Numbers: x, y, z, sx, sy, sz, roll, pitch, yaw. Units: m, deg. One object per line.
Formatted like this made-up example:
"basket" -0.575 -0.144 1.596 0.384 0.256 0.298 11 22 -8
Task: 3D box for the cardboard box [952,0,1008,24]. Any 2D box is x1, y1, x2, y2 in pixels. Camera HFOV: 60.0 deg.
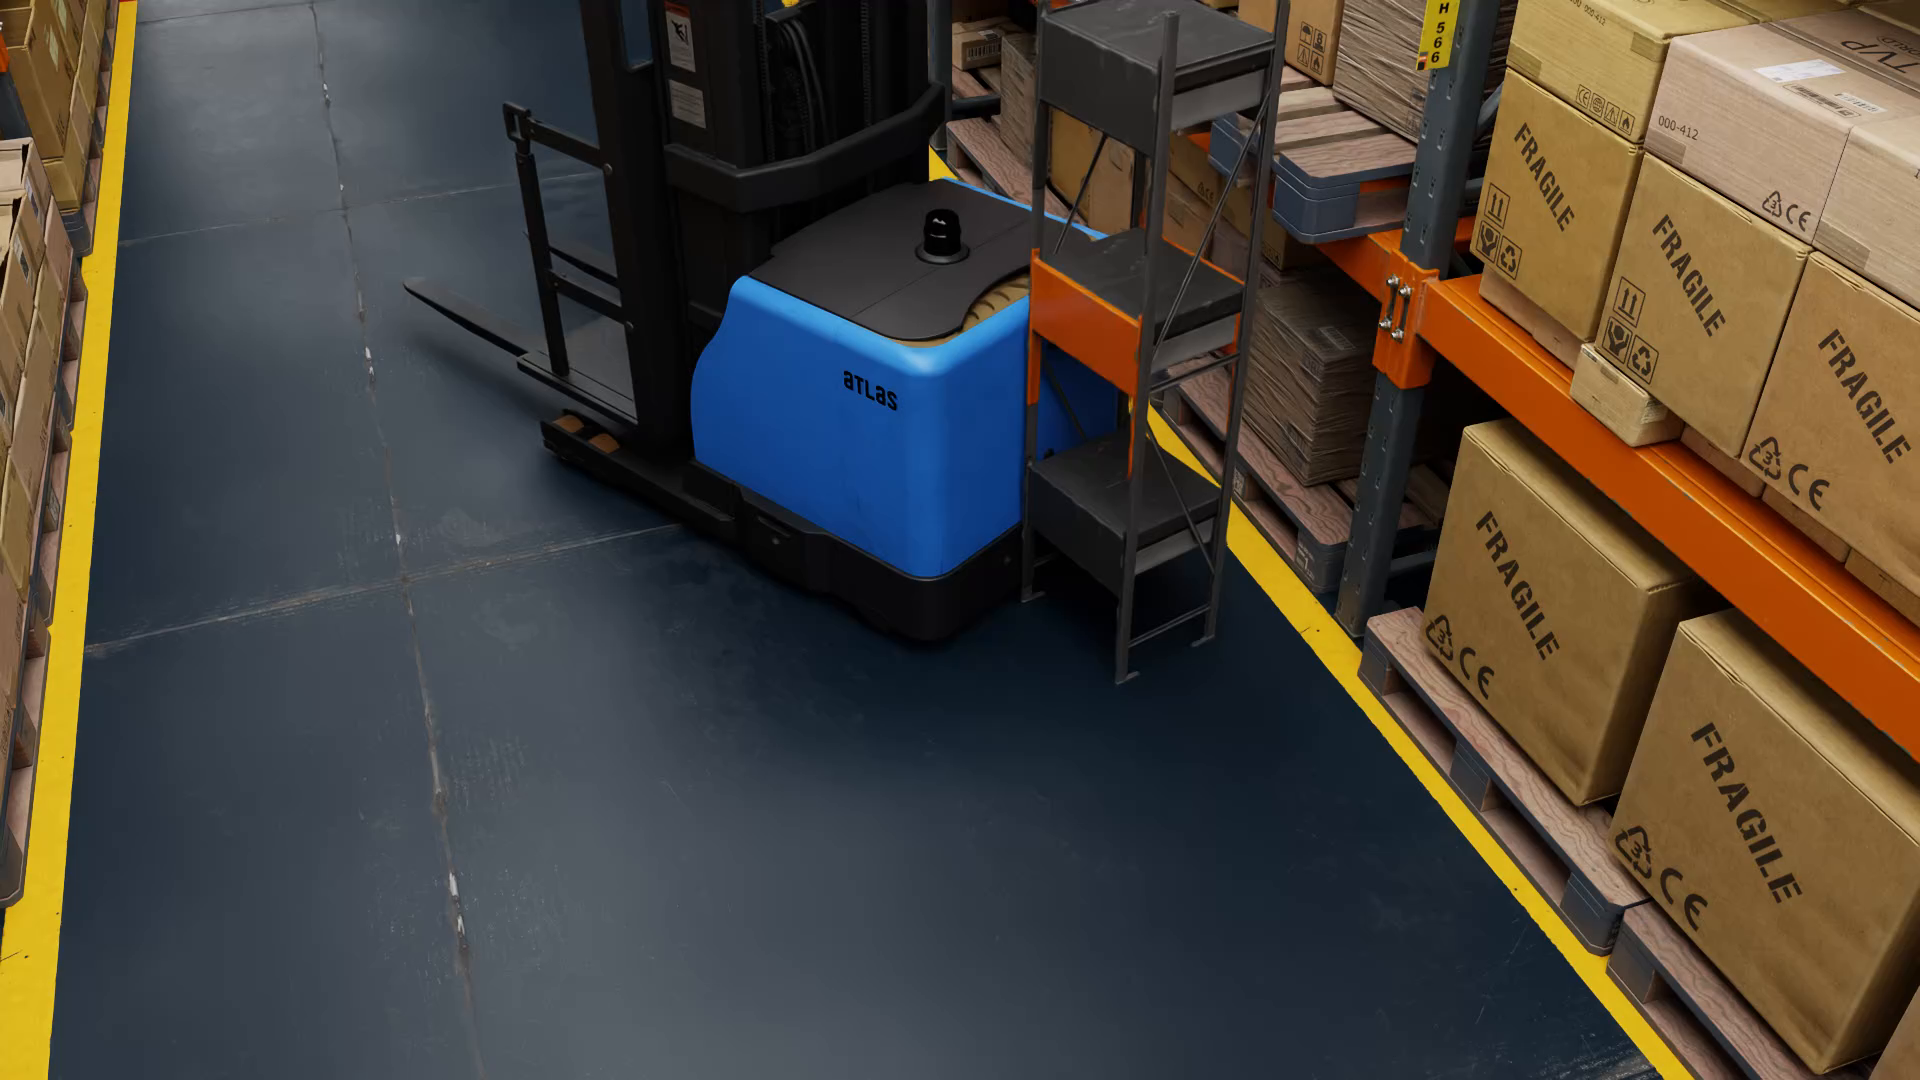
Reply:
"cardboard box" -0.064 -3.029 8.990 0.500 0.500 0.500 -15 40 -19

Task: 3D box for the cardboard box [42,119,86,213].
"cardboard box" -4.194 -1.640 7.370 0.500 0.250 0.500 -12 39 -16

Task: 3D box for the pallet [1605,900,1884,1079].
"pallet" 2.323 1.249 3.916 1.003 0.211 1.213 -12 39 -16

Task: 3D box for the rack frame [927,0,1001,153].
"rack frame" 0.330 -3.273 7.602 1.000 3.000 0.127 -12 39 -16

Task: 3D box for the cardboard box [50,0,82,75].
"cardboard box" -4.529 -2.506 7.897 0.500 0.500 0.500 -12 39 -16

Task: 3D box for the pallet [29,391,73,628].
"pallet" -3.606 -0.033 5.619 1.003 0.211 1.213 -12 39 -16

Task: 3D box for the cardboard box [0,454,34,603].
"cardboard box" -3.206 0.012 5.178 0.500 0.250 0.500 -13 39 -17

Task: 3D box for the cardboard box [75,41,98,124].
"cardboard box" -4.529 -2.207 8.123 0.500 0.250 0.500 -12 39 -16

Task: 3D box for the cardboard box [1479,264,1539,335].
"cardboard box" 1.603 -0.687 4.362 0.380 0.149 0.250 -13 39 -17

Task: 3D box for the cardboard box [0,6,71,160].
"cardboard box" -4.185 -1.941 7.147 0.500 0.500 0.500 -12 39 -16

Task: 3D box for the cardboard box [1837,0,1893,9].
"cardboard box" 2.106 -1.277 3.983 0.500 0.250 0.500 -11 38 -15

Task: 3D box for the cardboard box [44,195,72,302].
"cardboard box" -3.905 -1.141 6.708 0.500 0.250 0.500 -13 39 -16

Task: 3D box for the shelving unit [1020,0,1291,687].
"shelving unit" 0.507 -0.578 4.772 0.431 2.100 0.503 -23 43 -27

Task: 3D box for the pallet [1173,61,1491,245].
"pallet" 1.362 -1.318 5.165 1.213 0.211 1.003 -12 39 -16

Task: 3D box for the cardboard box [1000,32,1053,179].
"cardboard box" 0.599 -2.038 7.675 0.700 0.500 0.500 -11 38 -14

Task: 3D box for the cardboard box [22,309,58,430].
"cardboard box" -3.556 -0.566 5.944 0.500 0.250 0.500 -12 39 -15

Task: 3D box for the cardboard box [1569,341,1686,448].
"cardboard box" 1.693 -0.376 3.948 0.380 0.149 0.250 -11 38 -15

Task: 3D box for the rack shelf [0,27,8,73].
"rack shelf" -3.631 -0.828 4.955 1.077 0.370 4.000 -12 39 -16

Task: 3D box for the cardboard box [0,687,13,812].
"cardboard box" -2.847 0.588 4.413 0.500 0.250 0.500 -13 39 -16

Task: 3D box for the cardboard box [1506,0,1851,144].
"cardboard box" 1.631 -1.154 3.818 0.500 0.250 0.500 -12 38 -15

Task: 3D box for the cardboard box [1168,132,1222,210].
"cardboard box" 1.091 -1.511 6.351 0.500 0.250 0.500 -13 39 -16

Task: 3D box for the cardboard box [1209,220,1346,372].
"cardboard box" 1.342 -0.902 6.166 0.700 0.500 0.500 -13 39 -16

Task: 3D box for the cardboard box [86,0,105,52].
"cardboard box" -4.877 -2.771 8.872 0.500 0.250 0.500 -12 39 -16

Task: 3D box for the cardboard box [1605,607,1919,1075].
"cardboard box" 2.132 0.616 3.877 0.750 0.750 0.750 -13 39 -16

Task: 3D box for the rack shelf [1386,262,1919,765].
"rack shelf" 2.395 0.404 3.319 1.077 0.370 4.000 -12 39 -16

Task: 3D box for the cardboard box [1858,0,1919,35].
"cardboard box" 2.281 -0.984 3.593 0.500 0.250 0.500 -14 39 -17

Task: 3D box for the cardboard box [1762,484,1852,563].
"cardboard box" 1.993 -0.114 3.601 0.380 0.149 0.250 -12 39 -15

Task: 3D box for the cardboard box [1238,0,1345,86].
"cardboard box" 1.318 -1.803 5.202 0.700 0.500 0.500 -16 40 -20

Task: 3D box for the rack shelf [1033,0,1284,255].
"rack shelf" 0.507 -1.126 4.359 0.431 0.518 0.480 -23 43 -27

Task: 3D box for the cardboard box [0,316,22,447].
"cardboard box" -3.387 -0.510 5.404 0.500 0.311 0.500 -13 39 -17

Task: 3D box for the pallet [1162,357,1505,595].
"pallet" 1.439 -0.342 6.028 1.003 0.211 1.213 -12 39 -16

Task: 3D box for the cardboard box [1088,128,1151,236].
"cardboard box" 0.962 -1.460 6.907 0.700 0.500 0.500 -12 39 -15

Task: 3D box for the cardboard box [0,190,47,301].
"cardboard box" -3.726 -1.077 6.157 0.500 0.311 0.500 -11 38 -15

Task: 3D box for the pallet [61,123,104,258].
"pallet" -4.554 -1.590 7.685 1.003 0.211 1.213 -12 39 -16

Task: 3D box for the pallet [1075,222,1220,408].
"pallet" 1.023 -1.030 6.941 1.003 0.211 1.213 -12 39 -16

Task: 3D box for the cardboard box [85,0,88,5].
"cardboard box" -4.874 -3.071 8.647 0.500 0.500 0.500 -12 39 -16

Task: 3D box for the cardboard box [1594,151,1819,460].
"cardboard box" 1.805 -0.555 3.647 0.500 0.500 0.500 -11 38 -14

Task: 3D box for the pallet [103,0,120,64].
"pallet" -5.393 -2.968 9.515 1.003 0.211 1.213 -12 39 -16

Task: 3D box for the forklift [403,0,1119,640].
"forklift" -0.903 -1.603 5.442 3.031 2.935 1.130 27 45 31

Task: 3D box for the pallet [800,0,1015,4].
"pallet" -0.358 -3.222 9.852 1.003 0.211 1.213 -12 39 -16

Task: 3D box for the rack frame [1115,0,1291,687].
"rack frame" 0.647 -0.458 4.612 0.400 2.100 0.015 -23 43 -27

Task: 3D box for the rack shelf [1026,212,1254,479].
"rack shelf" 0.507 -0.567 4.780 0.431 0.518 0.480 -23 43 -27

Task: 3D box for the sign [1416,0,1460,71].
"sign" 1.201 -1.327 4.122 0.100 0.325 0.005 -12 39 -16
